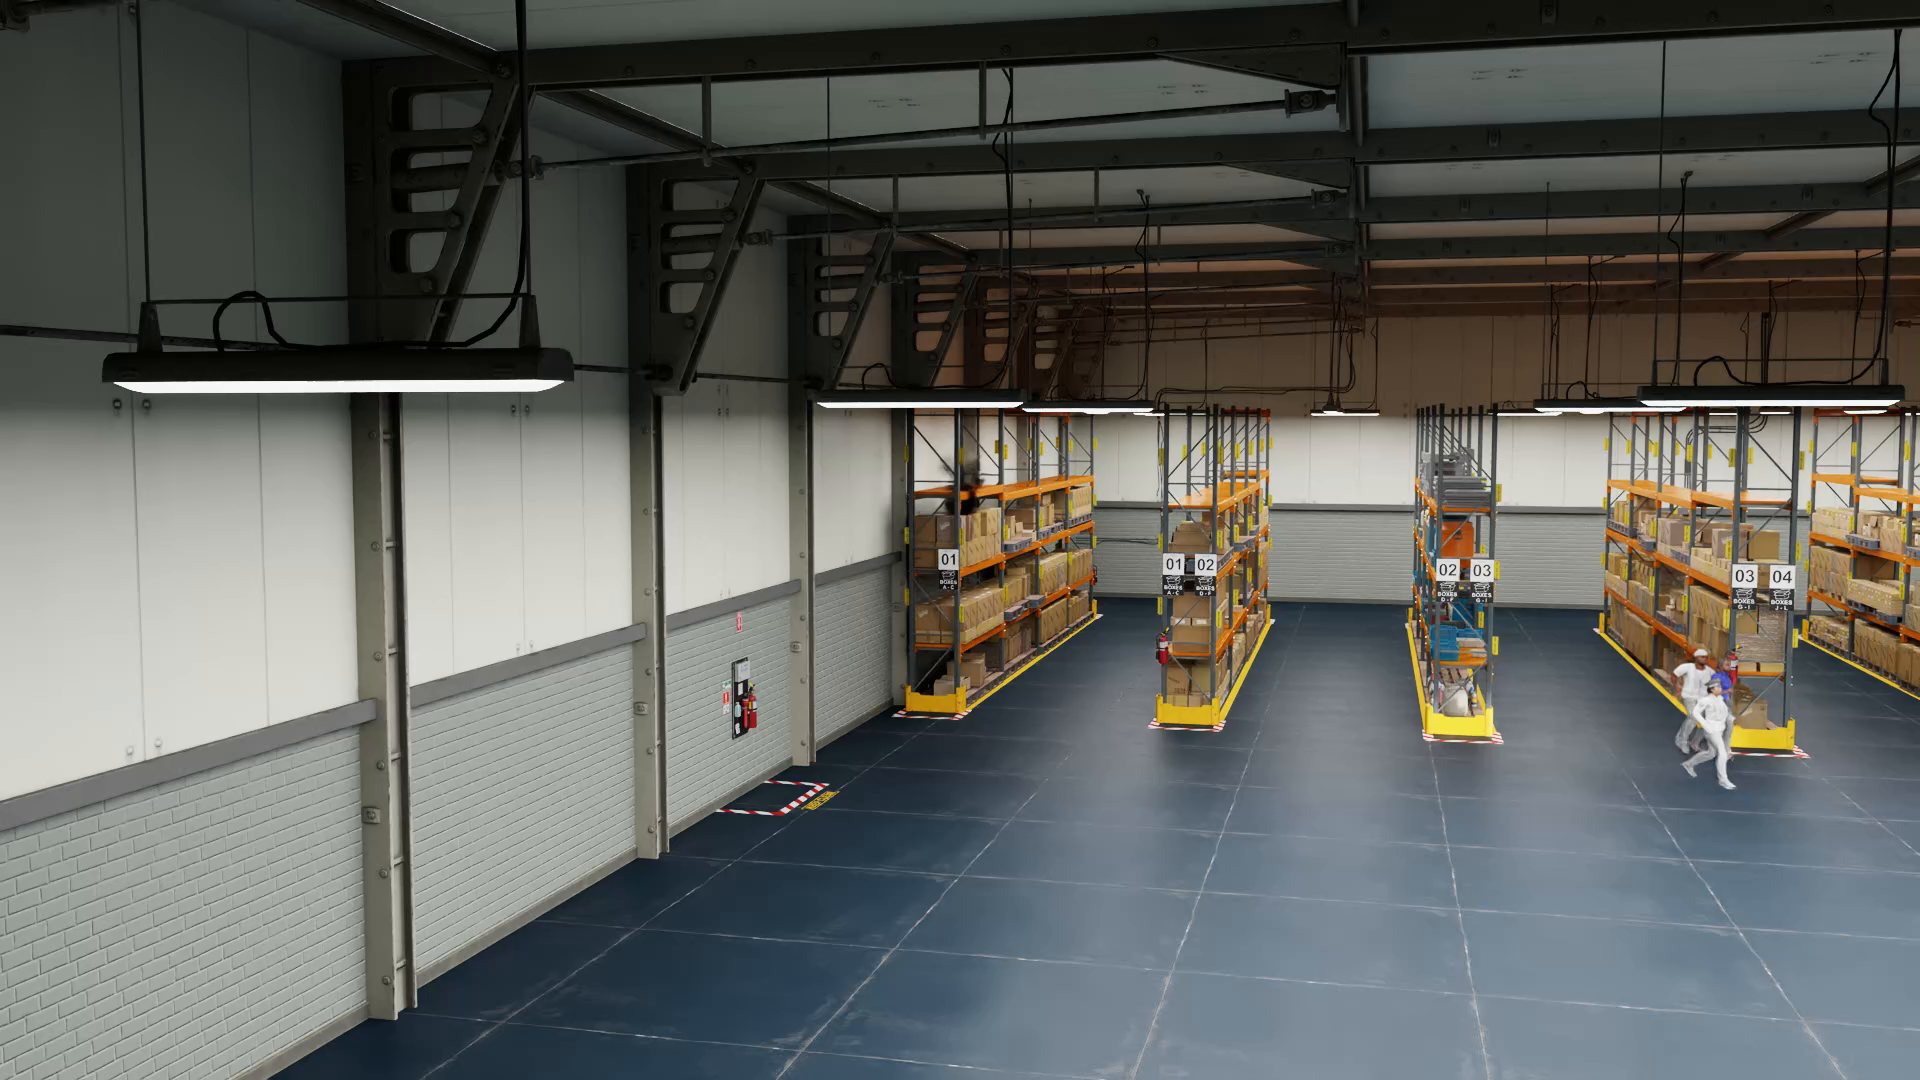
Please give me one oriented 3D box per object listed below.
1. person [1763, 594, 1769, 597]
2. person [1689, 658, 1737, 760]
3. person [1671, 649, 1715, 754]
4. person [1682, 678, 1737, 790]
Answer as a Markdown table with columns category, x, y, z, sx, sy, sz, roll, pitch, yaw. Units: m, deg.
| category | x | y | z | sx | sy | sz | roll | pitch | yaw |
| --- | --- | --- | --- | --- | --- | --- | --- | --- | --- |
| person | 20.975 | 1.757 | 43.840 | 0.749 | 1.620 | 0.698 | 3 | 5 | 34 |
| person | 12.844 | 2.850 | 28.221 | 0.584 | 1.706 | 0.772 | -3 | 5 | -33 |
| person | 12.699 | 2.771 | 28.707 | 0.677 | 1.797 | 0.695 | -1 | 4 | -9 |
| person | 11.756 | 2.990 | 25.971 | 0.603 | 1.710 | 0.824 | -4 | 6 | -42 |
